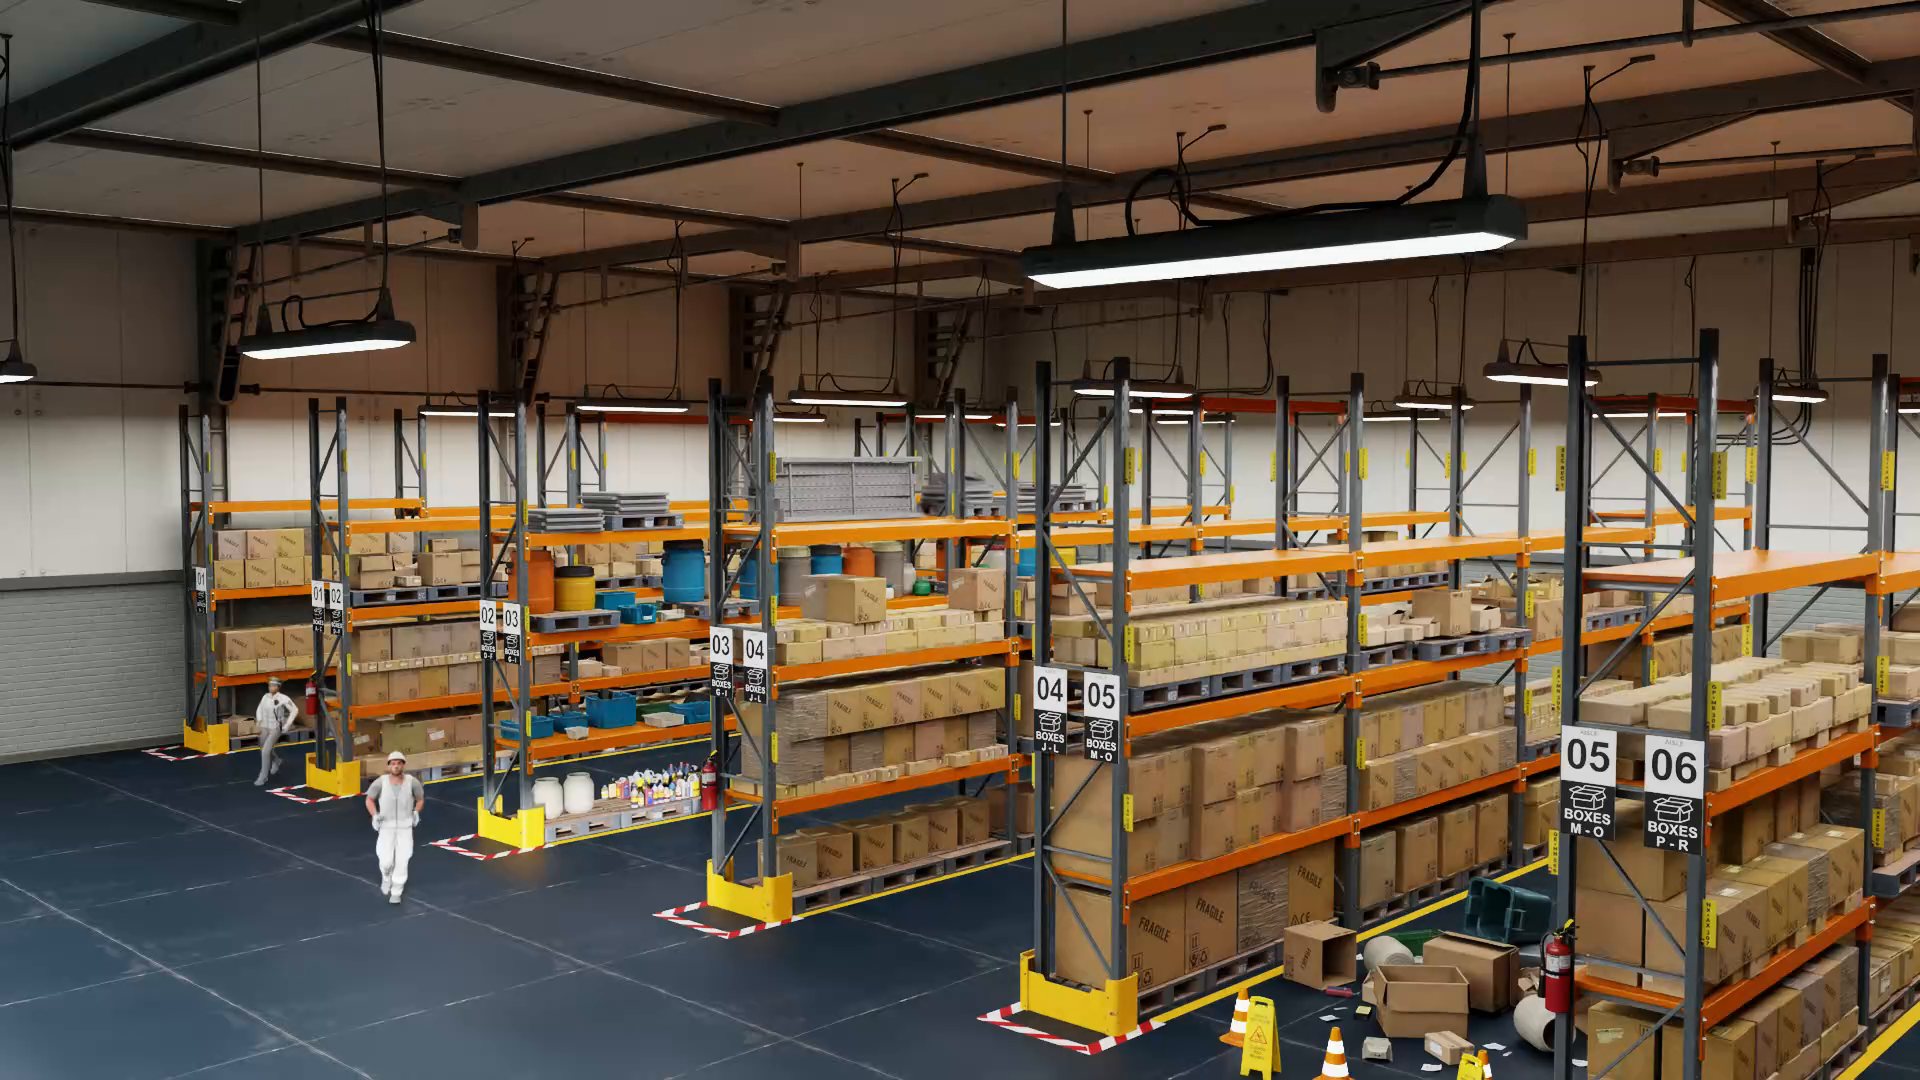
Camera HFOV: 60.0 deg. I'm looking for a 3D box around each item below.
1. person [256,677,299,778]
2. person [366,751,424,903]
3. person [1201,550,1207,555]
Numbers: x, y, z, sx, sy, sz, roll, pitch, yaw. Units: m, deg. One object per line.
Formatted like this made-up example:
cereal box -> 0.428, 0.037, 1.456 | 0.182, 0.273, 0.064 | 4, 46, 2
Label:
person -> -10.718, 2.922, 26.146 | 0.675, 1.601, 0.635 | 1, 3, 14
person -> -2.410, 3.006, 24.377 | 12.030, 1.740, 7.674 | -1, 3, -21
person -> 8.815, 1.930, 31.106 | 1.887, 3.179, 9.893 | -3, 4, -44
